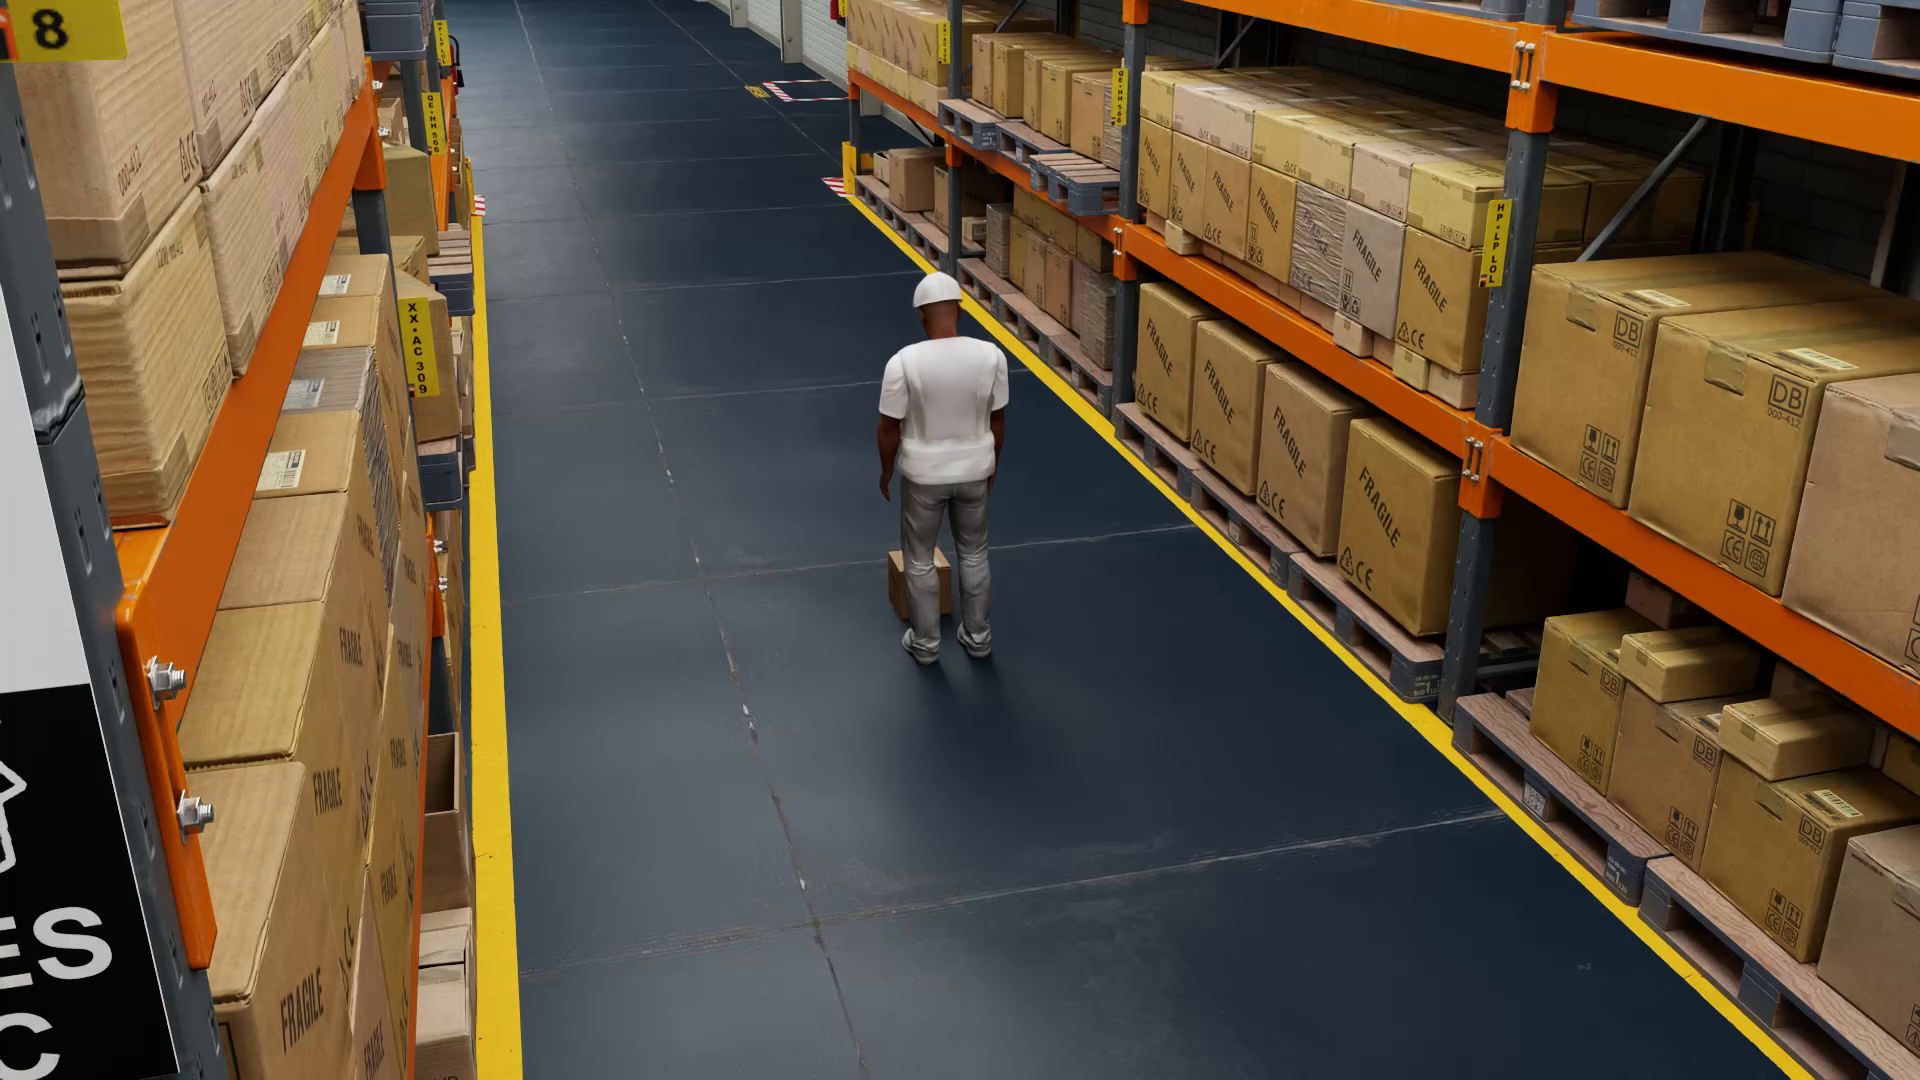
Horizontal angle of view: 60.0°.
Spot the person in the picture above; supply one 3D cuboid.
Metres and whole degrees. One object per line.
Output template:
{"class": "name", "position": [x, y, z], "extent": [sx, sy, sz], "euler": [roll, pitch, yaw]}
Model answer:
{"class": "person", "position": [-0.080, -0.301, 7.298], "extent": [0.571, 1.757, 0.379], "euler": [-6, 23, -13]}
